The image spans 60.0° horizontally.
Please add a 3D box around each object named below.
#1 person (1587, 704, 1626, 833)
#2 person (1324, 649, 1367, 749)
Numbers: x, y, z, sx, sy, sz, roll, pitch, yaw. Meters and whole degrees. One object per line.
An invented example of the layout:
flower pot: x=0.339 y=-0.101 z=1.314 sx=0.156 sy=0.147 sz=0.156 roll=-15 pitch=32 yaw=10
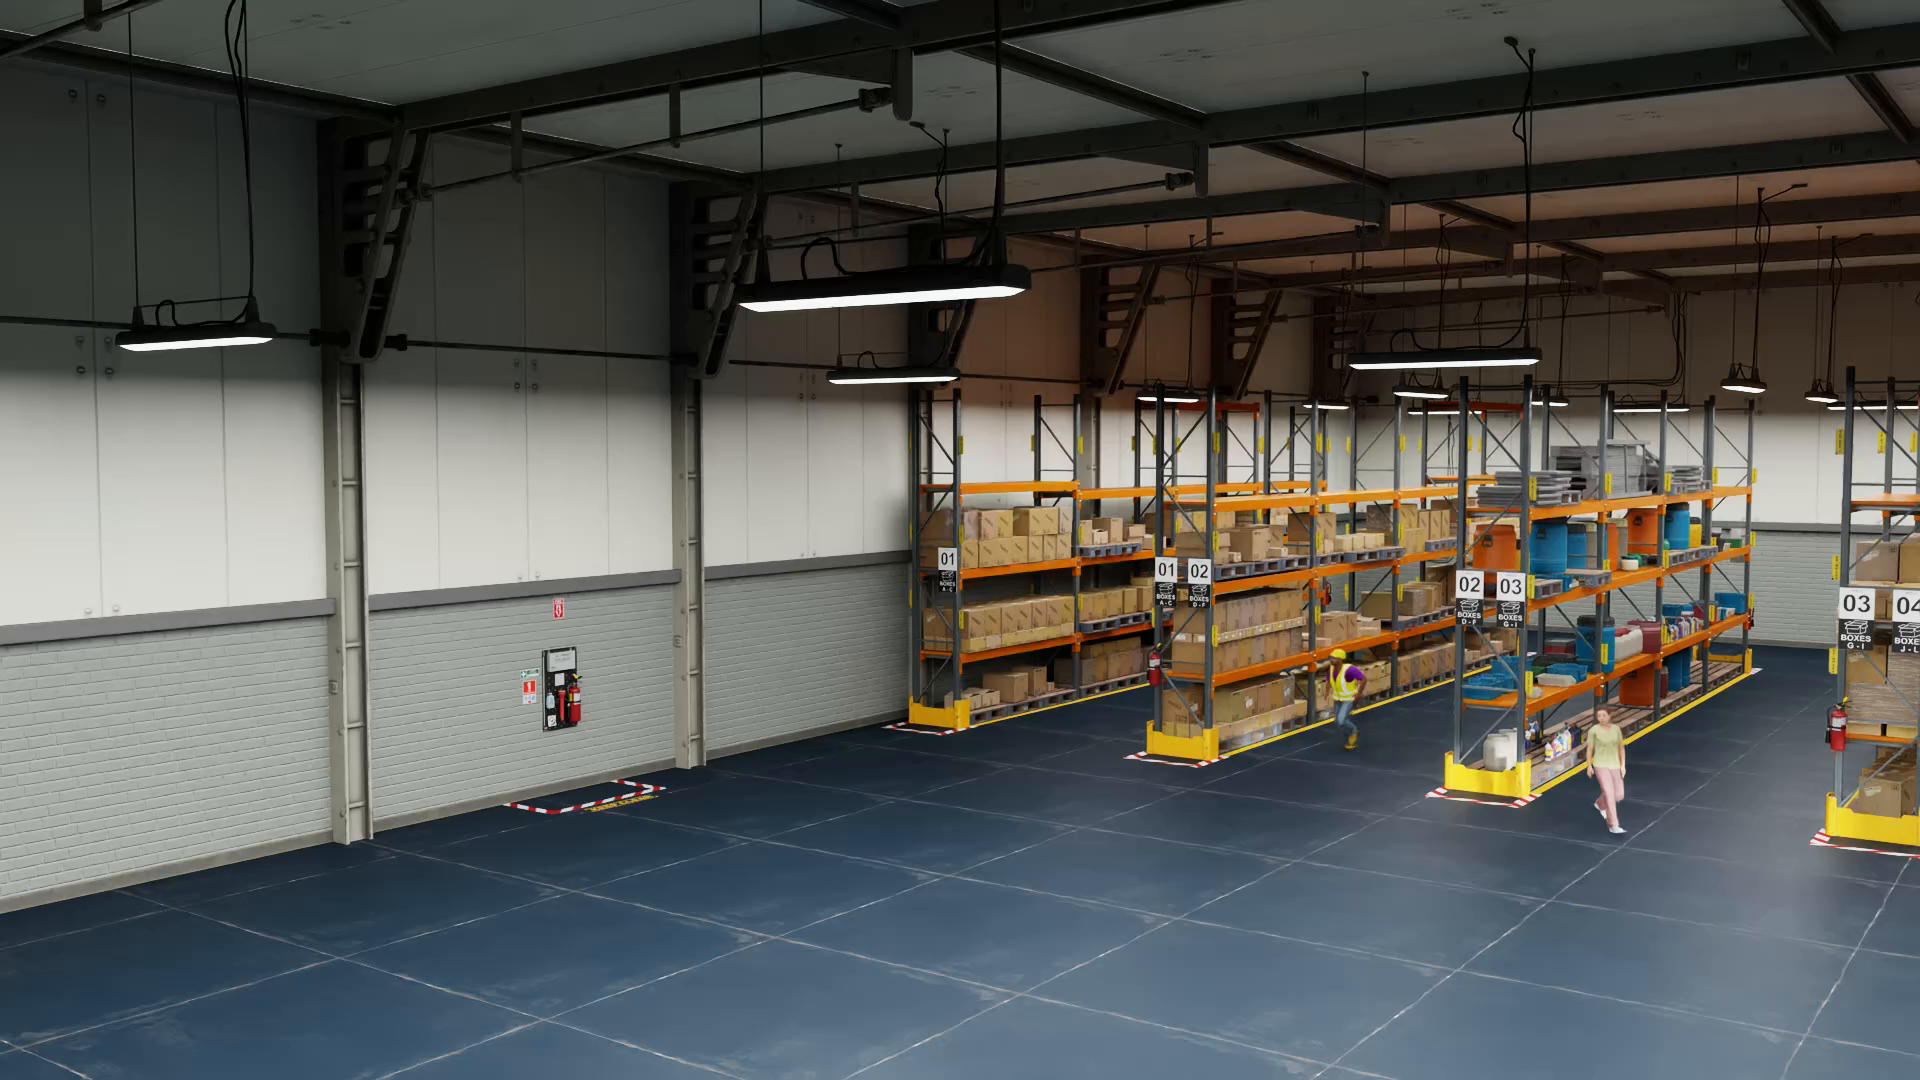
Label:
person: x=8.429 y=2.953 z=21.660 sx=0.449 sy=1.622 sz=0.906 roll=0 pitch=3 yaw=-6
person: x=6.352 y=2.611 z=27.300 sx=0.666 sy=1.671 sz=0.755 roll=-3 pitch=4 yaw=-42
